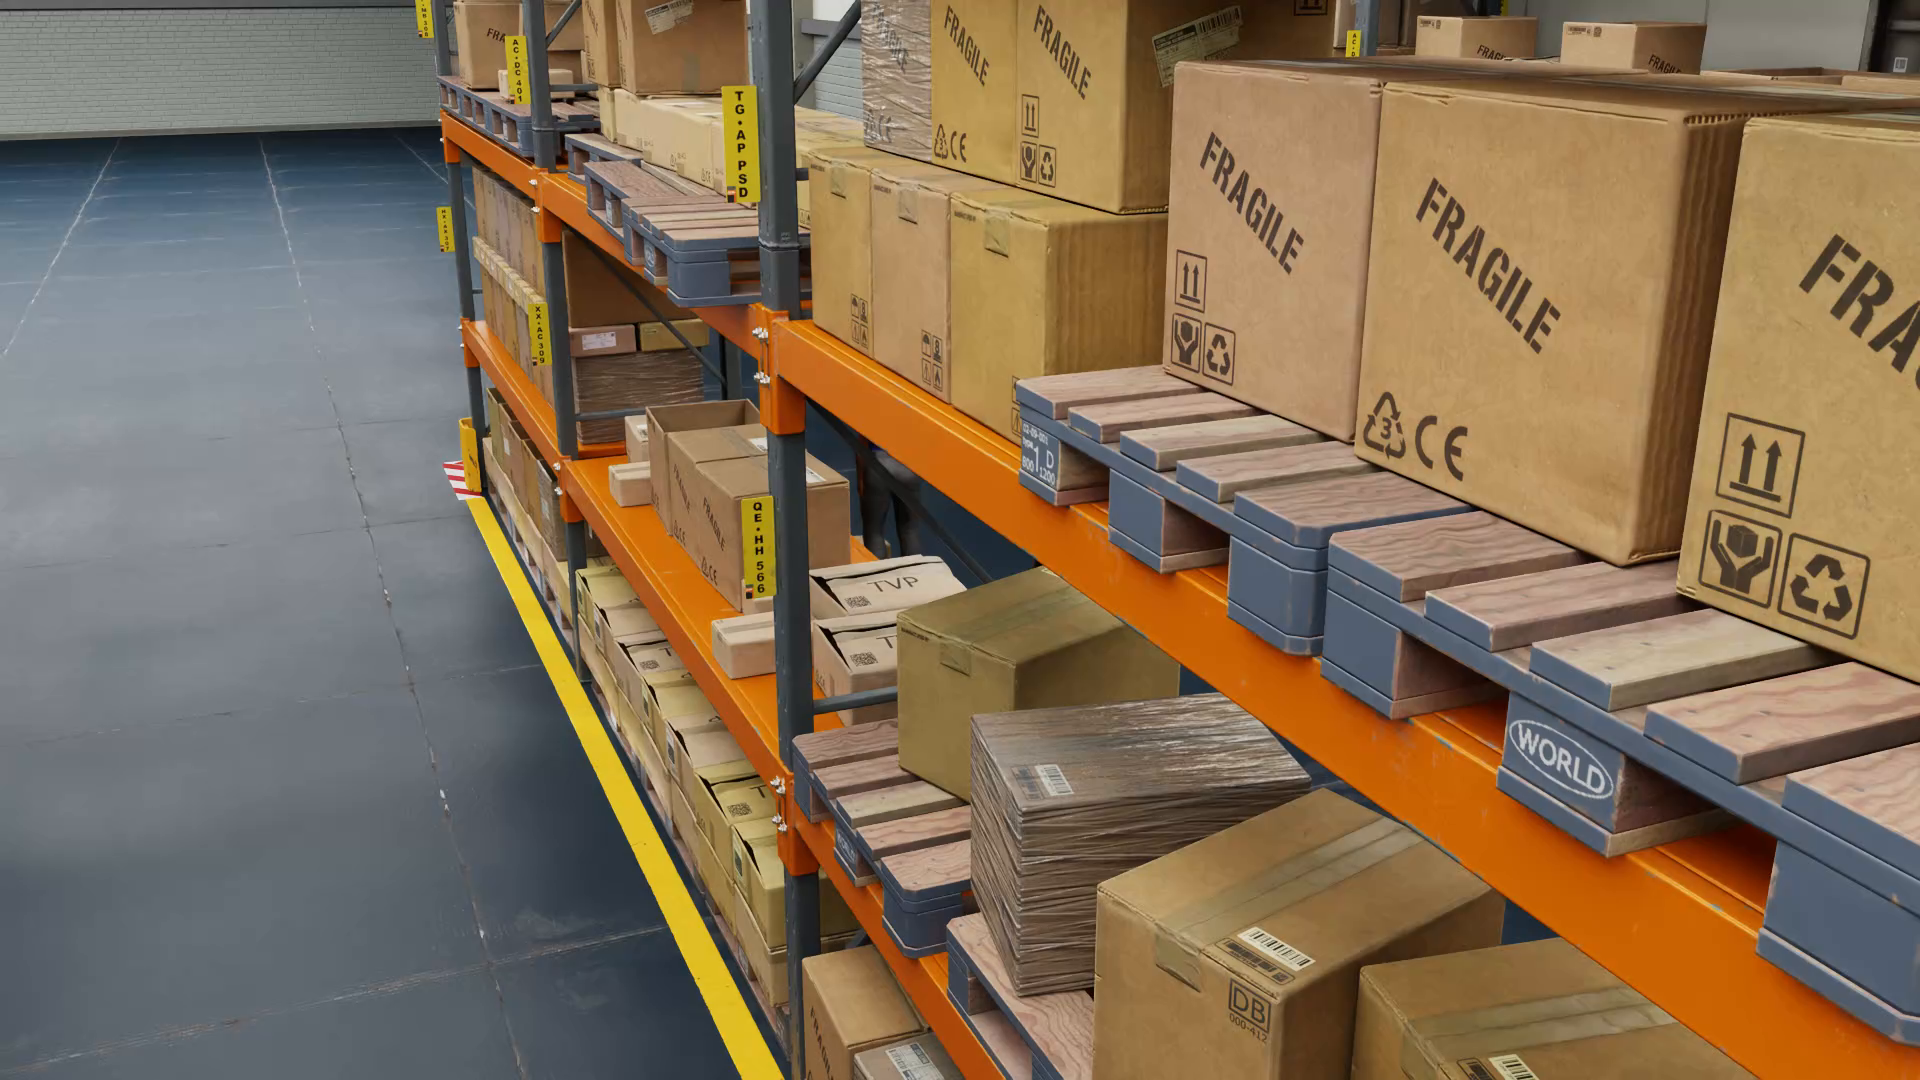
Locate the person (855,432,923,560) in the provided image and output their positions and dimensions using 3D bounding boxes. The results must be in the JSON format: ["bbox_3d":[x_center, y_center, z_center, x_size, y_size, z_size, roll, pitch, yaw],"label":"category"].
[{"bbox_3d":[-0.441,-0.390,10.210,0.436,1.657,0.316,-7,20,-21],"label":"person"}]
